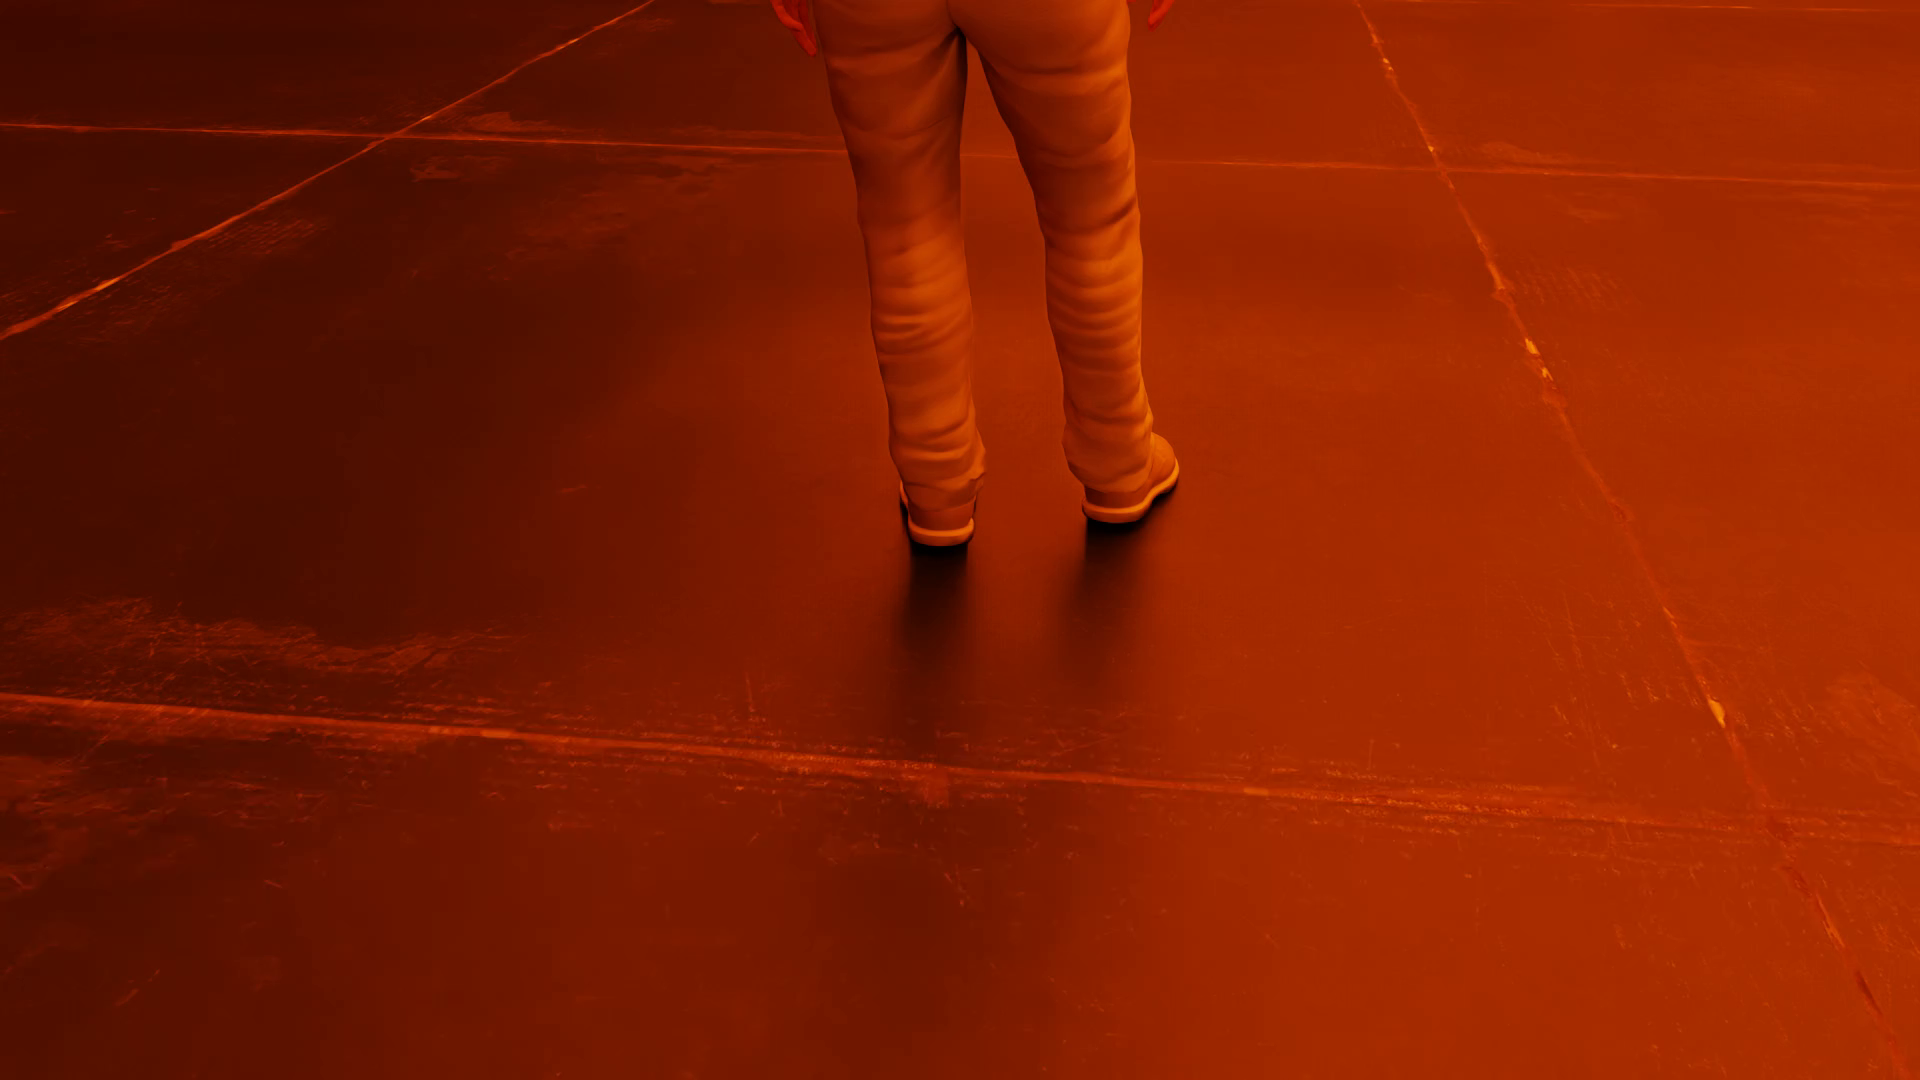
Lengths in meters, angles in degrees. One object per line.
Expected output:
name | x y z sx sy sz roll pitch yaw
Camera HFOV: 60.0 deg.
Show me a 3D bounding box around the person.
person | 0.033 -0.784 2.190 0.598 1.670 0.529 3 27 7
